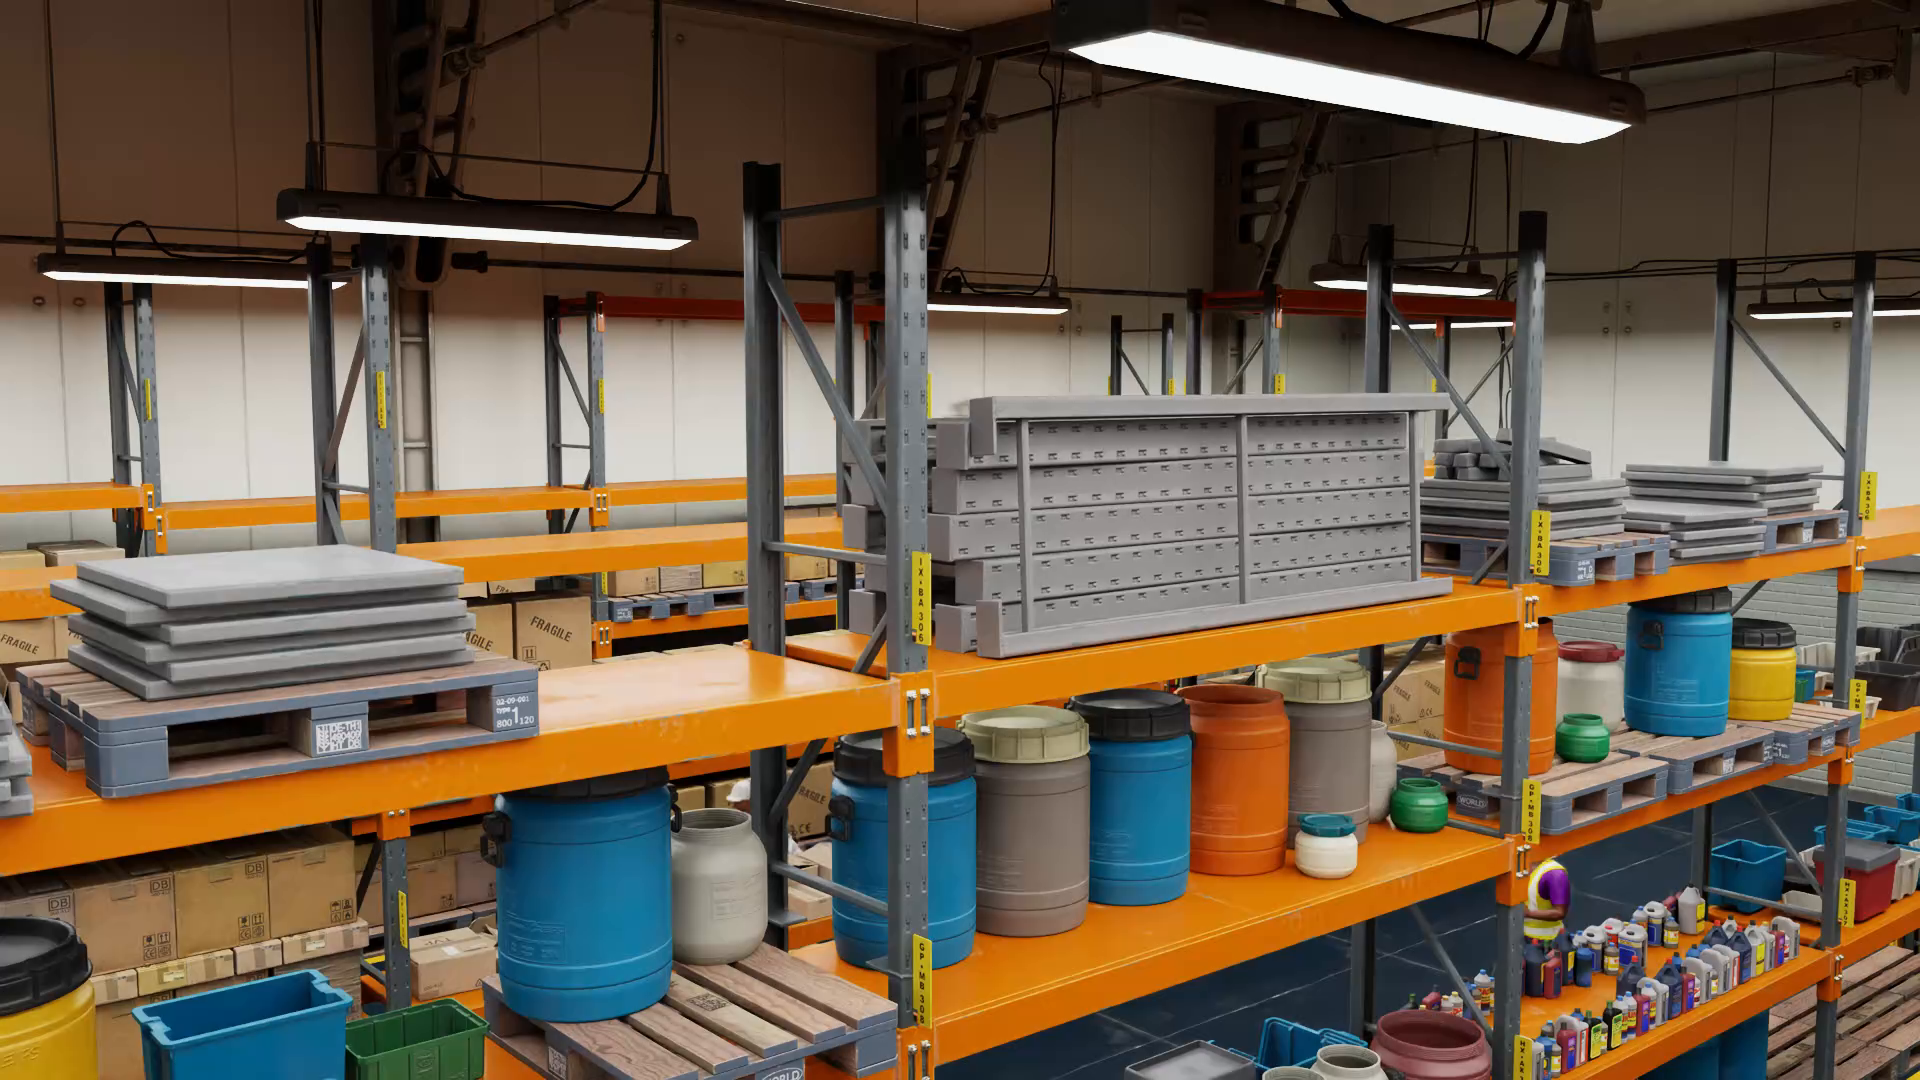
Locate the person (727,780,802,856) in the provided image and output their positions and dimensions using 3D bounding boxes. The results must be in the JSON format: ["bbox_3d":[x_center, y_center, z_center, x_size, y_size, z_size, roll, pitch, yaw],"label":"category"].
[{"bbox_3d":[-1.602,2.906,14.977,1.096,1.598,0.716,-3,6,-27],"label":"person"}]

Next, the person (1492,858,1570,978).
[{"bbox_3d":[4.445,3.056,12.835,0.714,1.785,0.655,-2,6,-24],"label":"person"}]
